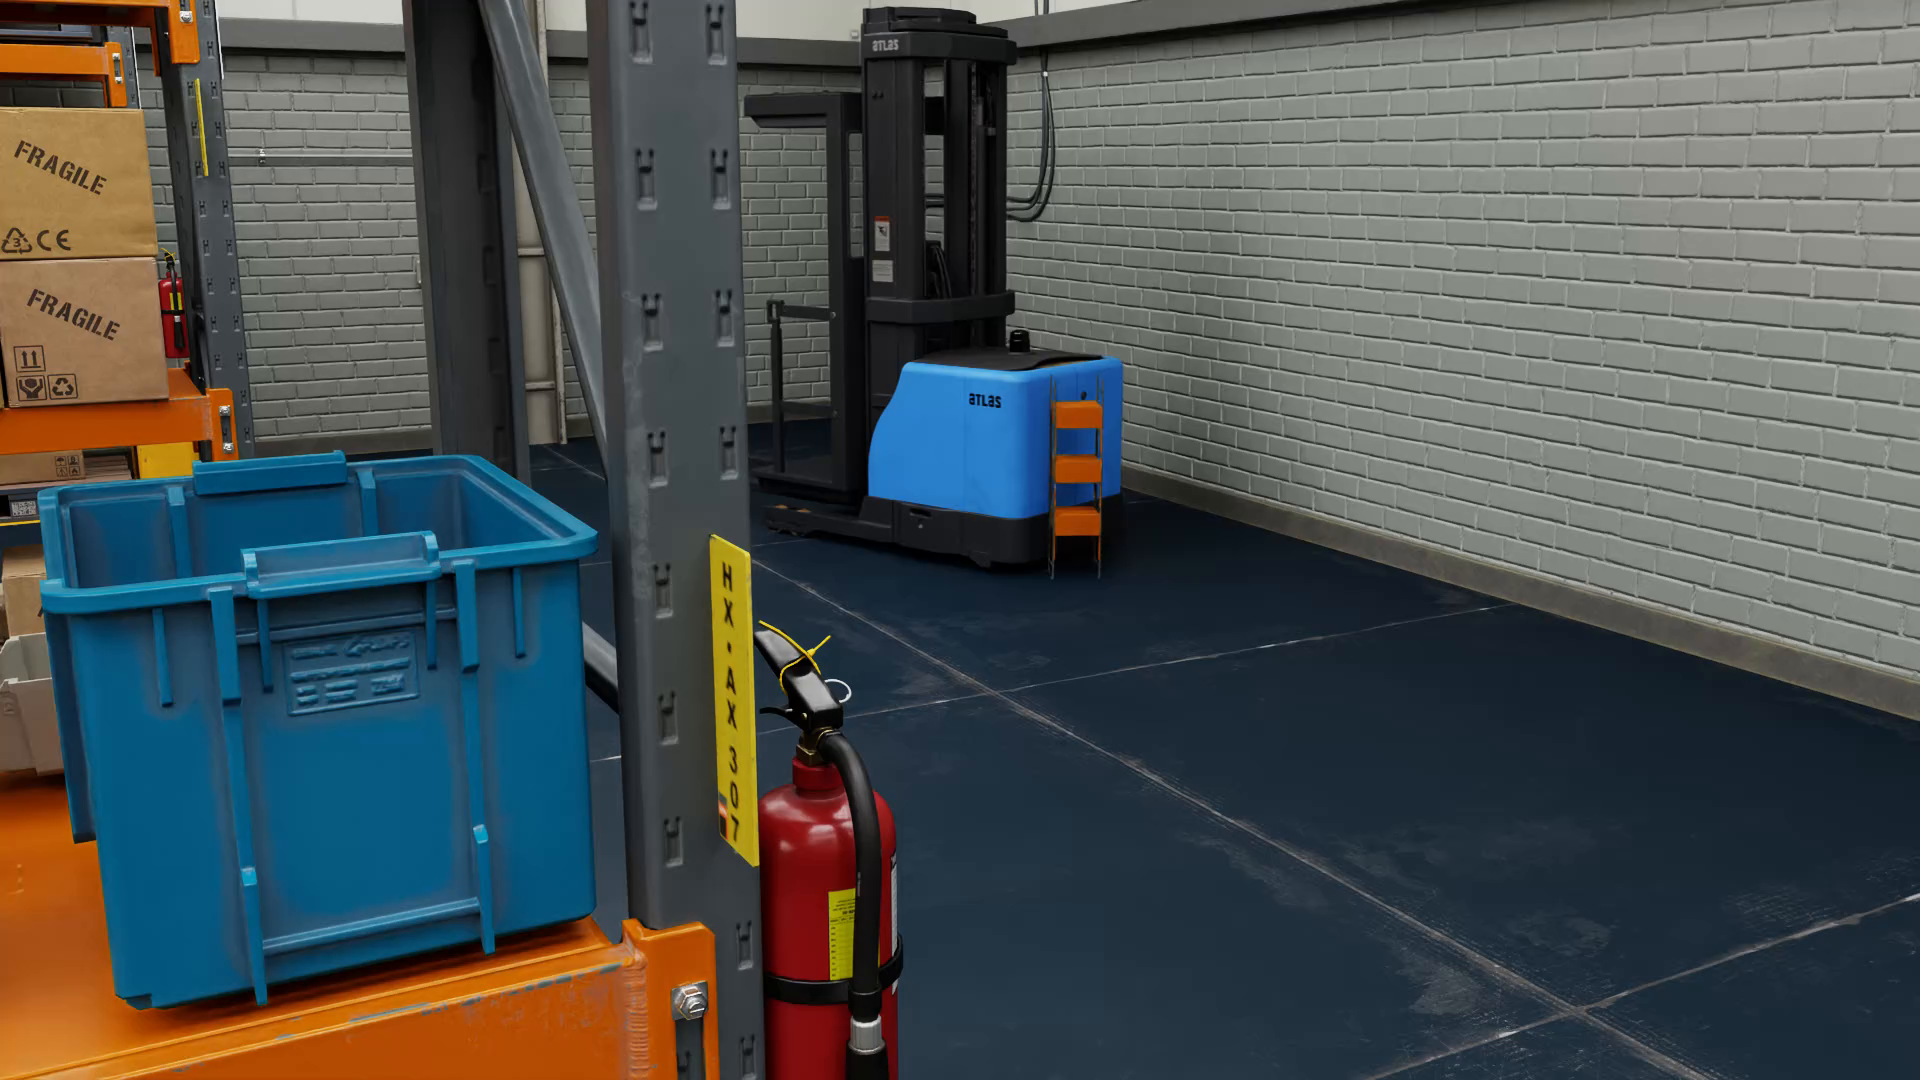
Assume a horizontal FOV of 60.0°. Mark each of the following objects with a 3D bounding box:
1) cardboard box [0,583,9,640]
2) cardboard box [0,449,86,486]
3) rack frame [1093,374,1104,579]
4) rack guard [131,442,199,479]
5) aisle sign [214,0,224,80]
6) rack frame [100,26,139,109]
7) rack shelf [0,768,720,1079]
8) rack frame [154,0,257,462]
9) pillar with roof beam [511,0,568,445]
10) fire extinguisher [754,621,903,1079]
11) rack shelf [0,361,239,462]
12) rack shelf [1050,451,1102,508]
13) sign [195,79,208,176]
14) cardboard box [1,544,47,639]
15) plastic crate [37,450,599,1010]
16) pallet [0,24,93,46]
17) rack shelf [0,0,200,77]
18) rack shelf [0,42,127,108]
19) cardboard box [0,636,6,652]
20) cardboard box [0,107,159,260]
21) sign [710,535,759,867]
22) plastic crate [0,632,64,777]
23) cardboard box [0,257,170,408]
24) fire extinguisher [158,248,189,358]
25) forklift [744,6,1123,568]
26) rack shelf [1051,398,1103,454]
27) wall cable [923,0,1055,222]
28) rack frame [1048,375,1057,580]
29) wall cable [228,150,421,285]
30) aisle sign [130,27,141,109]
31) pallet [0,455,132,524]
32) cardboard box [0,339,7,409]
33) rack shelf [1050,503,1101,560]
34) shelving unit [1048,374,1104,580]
[{"bbox_3d":[-3.929,0.365,6.417,0.500,0.250,0.500,-7,14,-28],"label":"cardboard box"},{"bbox_3d":[-5.820,-0.664,10.464,0.500,0.500,0.700,-7,14,-28],"label":"cardboard box"},{"bbox_3d":[0.724,-0.328,8.674,0.008,1.050,0.200,-1,13,-4],"label":"rack frame"},{"bbox_3d":[-5.232,-0.554,10.934,0.348,0.500,1.175,-7,14,-28],"label":"rack guard"},{"bbox_3d":[-2.670,-2.034,5.893,0.004,0.787,0.394,-7,14,-28],"label":"aisle sign"},{"bbox_3d":[-5.253,-1.771,10.649,0.127,3.000,1.000,-7,14,-28],"label":"rack frame"},{"bbox_3d":[-2.262,0.699,1.309,4.000,0.370,1.077,-7,14,-28],"label":"rack shelf"},{"bbox_3d":[-2.877,-0.817,6.408,0.127,3.000,1.000,-7,14,-28],"label":"rack frame"},{"bbox_3d":[-1.235,-4.319,8.306,0.400,9.000,9.100,-7,14,-28],"label":"pillar with roof beam"},{"bbox_3d":[-0.156,0.429,1.896,0.183,0.674,0.296,-7,14,-28],"label":"fire extinguisher"},{"bbox_3d":[-4.632,-0.256,5.552,4.000,0.370,1.077,-7,14,-28],"label":"rack shelf"},{"bbox_3d":[0.602,-0.316,8.669,0.240,0.259,0.215,-1,13,-4],"label":"rack shelf"},{"bbox_3d":[-2.628,-1.427,5.762,0.005,0.325,0.100,-7,14,-28],"label":"sign"},{"bbox_3d":[-3.236,0.292,6.169,0.500,0.500,0.500,-7,14,-28],"label":"cardboard box"},{"bbox_3d":[-0.711,0.162,1.838,0.499,0.435,0.616,-7,14,-28],"label":"plastic crate"},{"bbox_3d":[-5.899,-3.112,9.973,1.213,0.211,1.003,-7,14,-28],"label":"pallet"},{"bbox_3d":[-4.632,-1.719,5.223,4.000,0.370,1.077,-7,14,-28],"label":"rack shelf"},{"bbox_3d":[-7.009,-2.673,9.463,4.000,0.370,1.077,-7,14,-28],"label":"rack shelf"},{"bbox_3d":[-3.634,0.480,6.094,0.250,0.166,0.380,-7,14,-28],"label":"cardboard box"},{"bbox_3d":[-3.135,-1.254,5.844,0.500,0.500,0.500,-7,14,-28],"label":"cardboard box"},{"bbox_3d":[-0.229,0.162,1.684,0.005,0.325,0.100,-7,14,-28],"label":"sign"},{"bbox_3d":[-1.202,0.217,2.275,0.298,0.136,0.250,-7,14,-28],"label":"plastic crate"},{"bbox_3d":[-3.139,-0.766,5.955,0.500,0.500,0.500,-6,14,-26],"label":"cardboard box"},{"bbox_3d":[-4.900,-1.479,10.373,0.183,0.674,0.296,-7,14,-28],"label":"fire extinguisher"},{"bbox_3d":[-0.539,-1.524,9.705,3.031,2.935,1.130,10,16,38],"label":"forklift"},{"bbox_3d":[0.602,-0.593,8.606,0.240,0.259,0.215,-1,13,-4],"label":"rack shelf"},{"bbox_3d":[-0.118,-3.709,12.669,0.112,2.526,3.097,-7,14,-28],"label":"wall cable"},{"bbox_3d":[0.480,-0.325,8.659,0.008,1.050,0.200,-1,13,-4],"label":"rack frame"},{"bbox_3d":[-4.583,-2.584,11.946,1.851,1.984,0.084,-7,14,-28],"label":"wall cable"},{"bbox_3d":[-5.046,-2.989,10.140,0.004,0.787,0.394,-7,14,-28],"label":"aisle sign"},{"bbox_3d":[-5.918,-0.312,10.514,1.213,0.211,1.003,-7,14,-28],"label":"pallet"},{"bbox_3d":[-3.593,-0.711,5.709,0.500,0.500,0.500,-7,14,-27],"label":"cardboard box"},{"bbox_3d":[0.602,-0.045,8.731,0.240,0.259,0.215,-1,13,-4],"label":"rack shelf"},{"bbox_3d":[0.602,-0.326,8.666,0.252,1.050,0.215,-1,13,-4],"label":"shelving unit"}]
